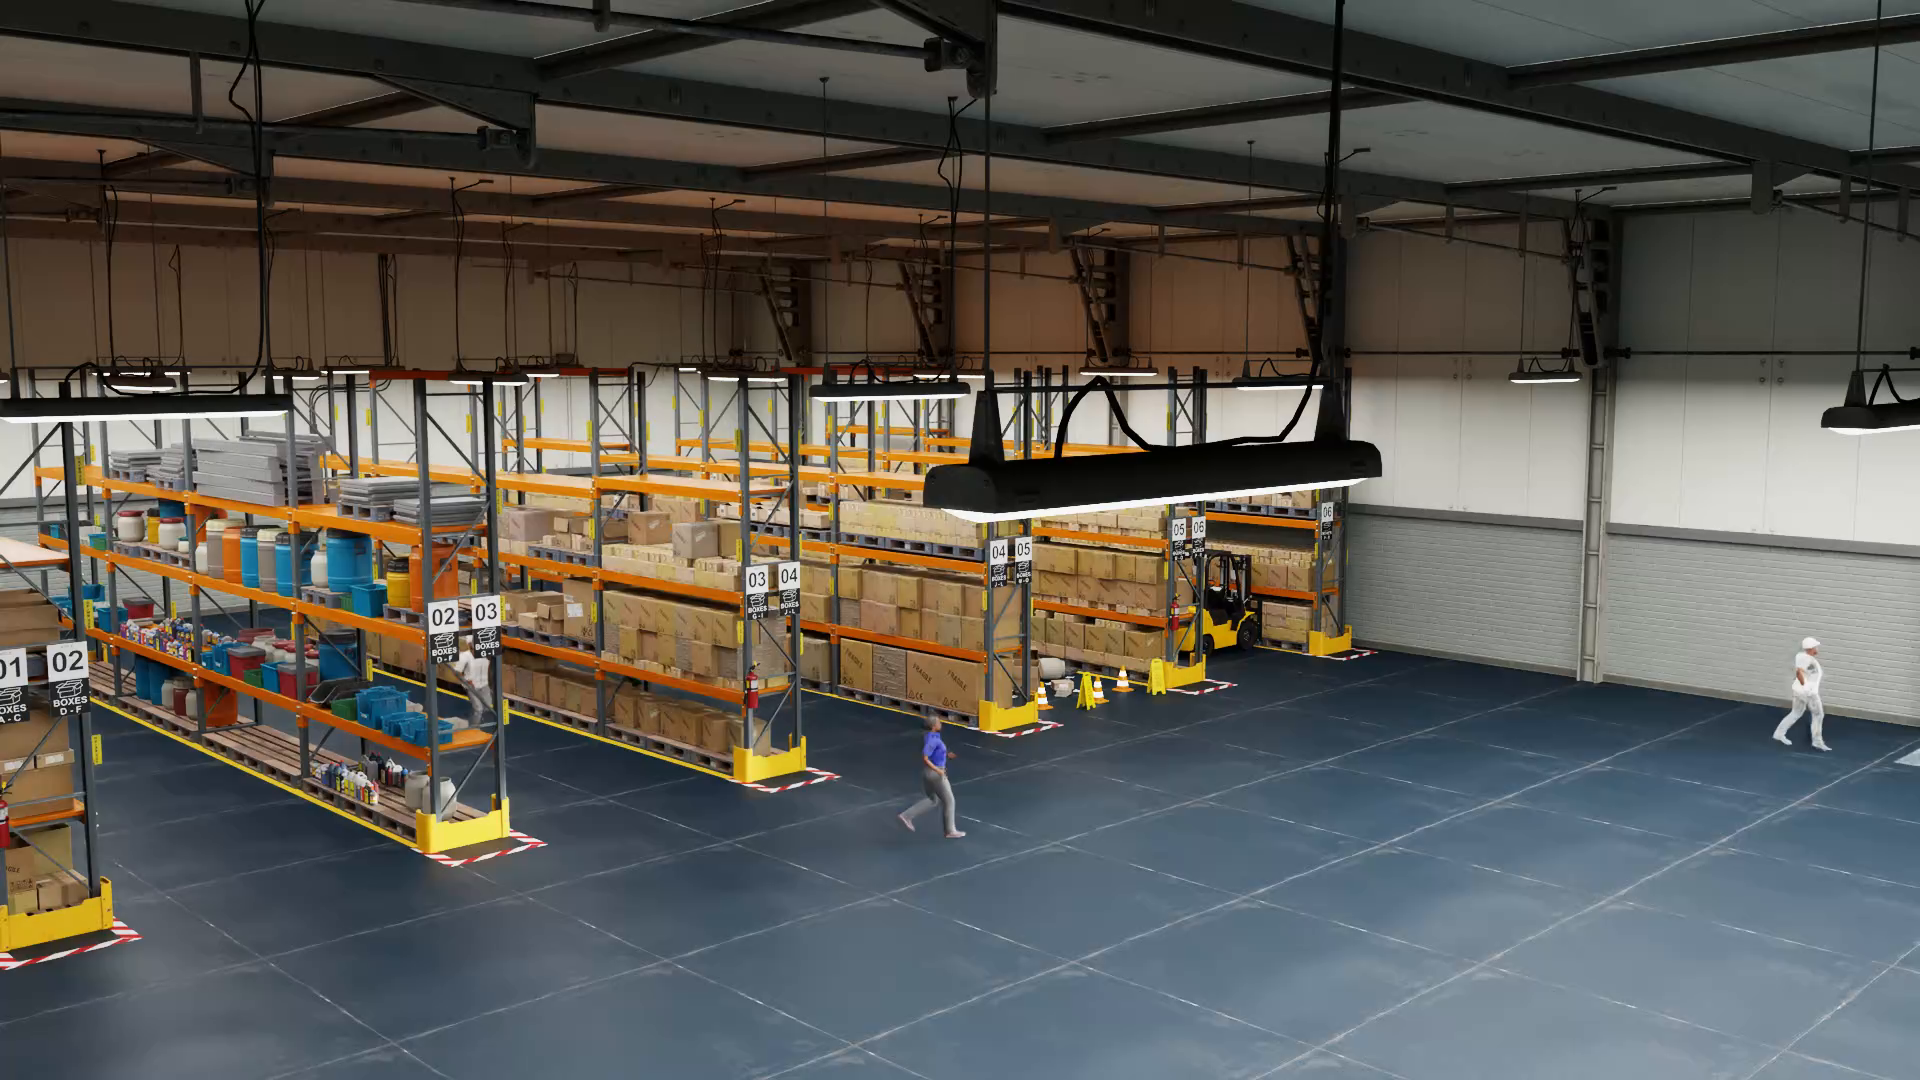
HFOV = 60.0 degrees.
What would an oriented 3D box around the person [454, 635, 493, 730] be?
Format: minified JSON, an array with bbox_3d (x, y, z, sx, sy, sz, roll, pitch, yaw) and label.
[{"bbox_3d":[-7.952,2.393,27.320,0.576,1.721,0.679,5,8,38],"label":"person"}]

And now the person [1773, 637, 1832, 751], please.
[{"bbox_3d":[13.465,2.450,26.535,0.860,1.816,0.668,0,6,2],"label":"person"}]

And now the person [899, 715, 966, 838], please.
[{"bbox_3d":[-0.344,3.078,21.622,0.852,1.626,0.587,-1,7,-12],"label":"person"}]

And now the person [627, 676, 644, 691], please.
[{"bbox_3d":[-6.001,1.939,31.092,0.747,1.827,0.642,4,8,33],"label":"person"}]
